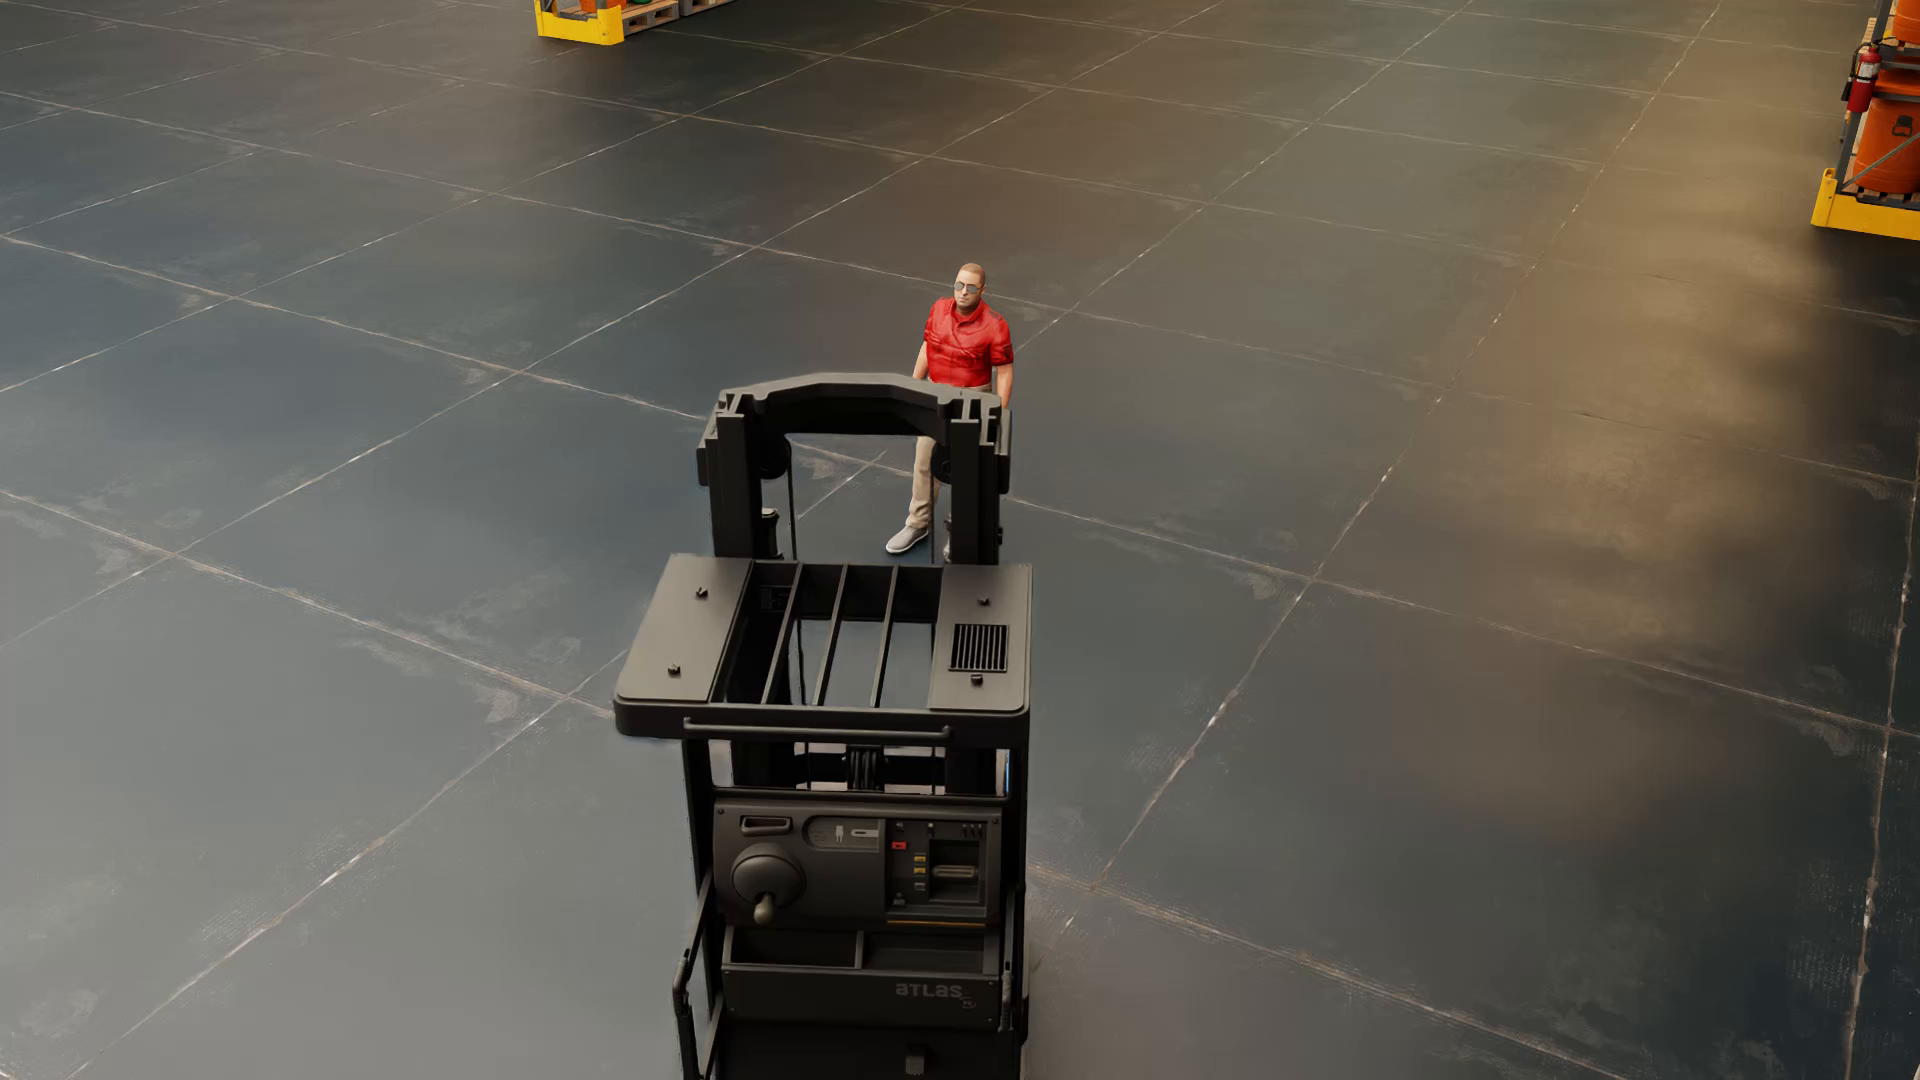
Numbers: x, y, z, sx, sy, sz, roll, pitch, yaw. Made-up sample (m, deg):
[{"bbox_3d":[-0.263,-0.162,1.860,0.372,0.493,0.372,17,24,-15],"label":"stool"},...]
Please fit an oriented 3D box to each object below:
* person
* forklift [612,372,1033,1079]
[{"bbox_3d":[-0.054,-0.719,9.504,0.640,1.727,0.551,15,33,25],"label":"person"},{"bbox_3d":[-0.340,1.094,5.176,1.130,2.935,3.031,2,30,3],"label":"forklift"}]
